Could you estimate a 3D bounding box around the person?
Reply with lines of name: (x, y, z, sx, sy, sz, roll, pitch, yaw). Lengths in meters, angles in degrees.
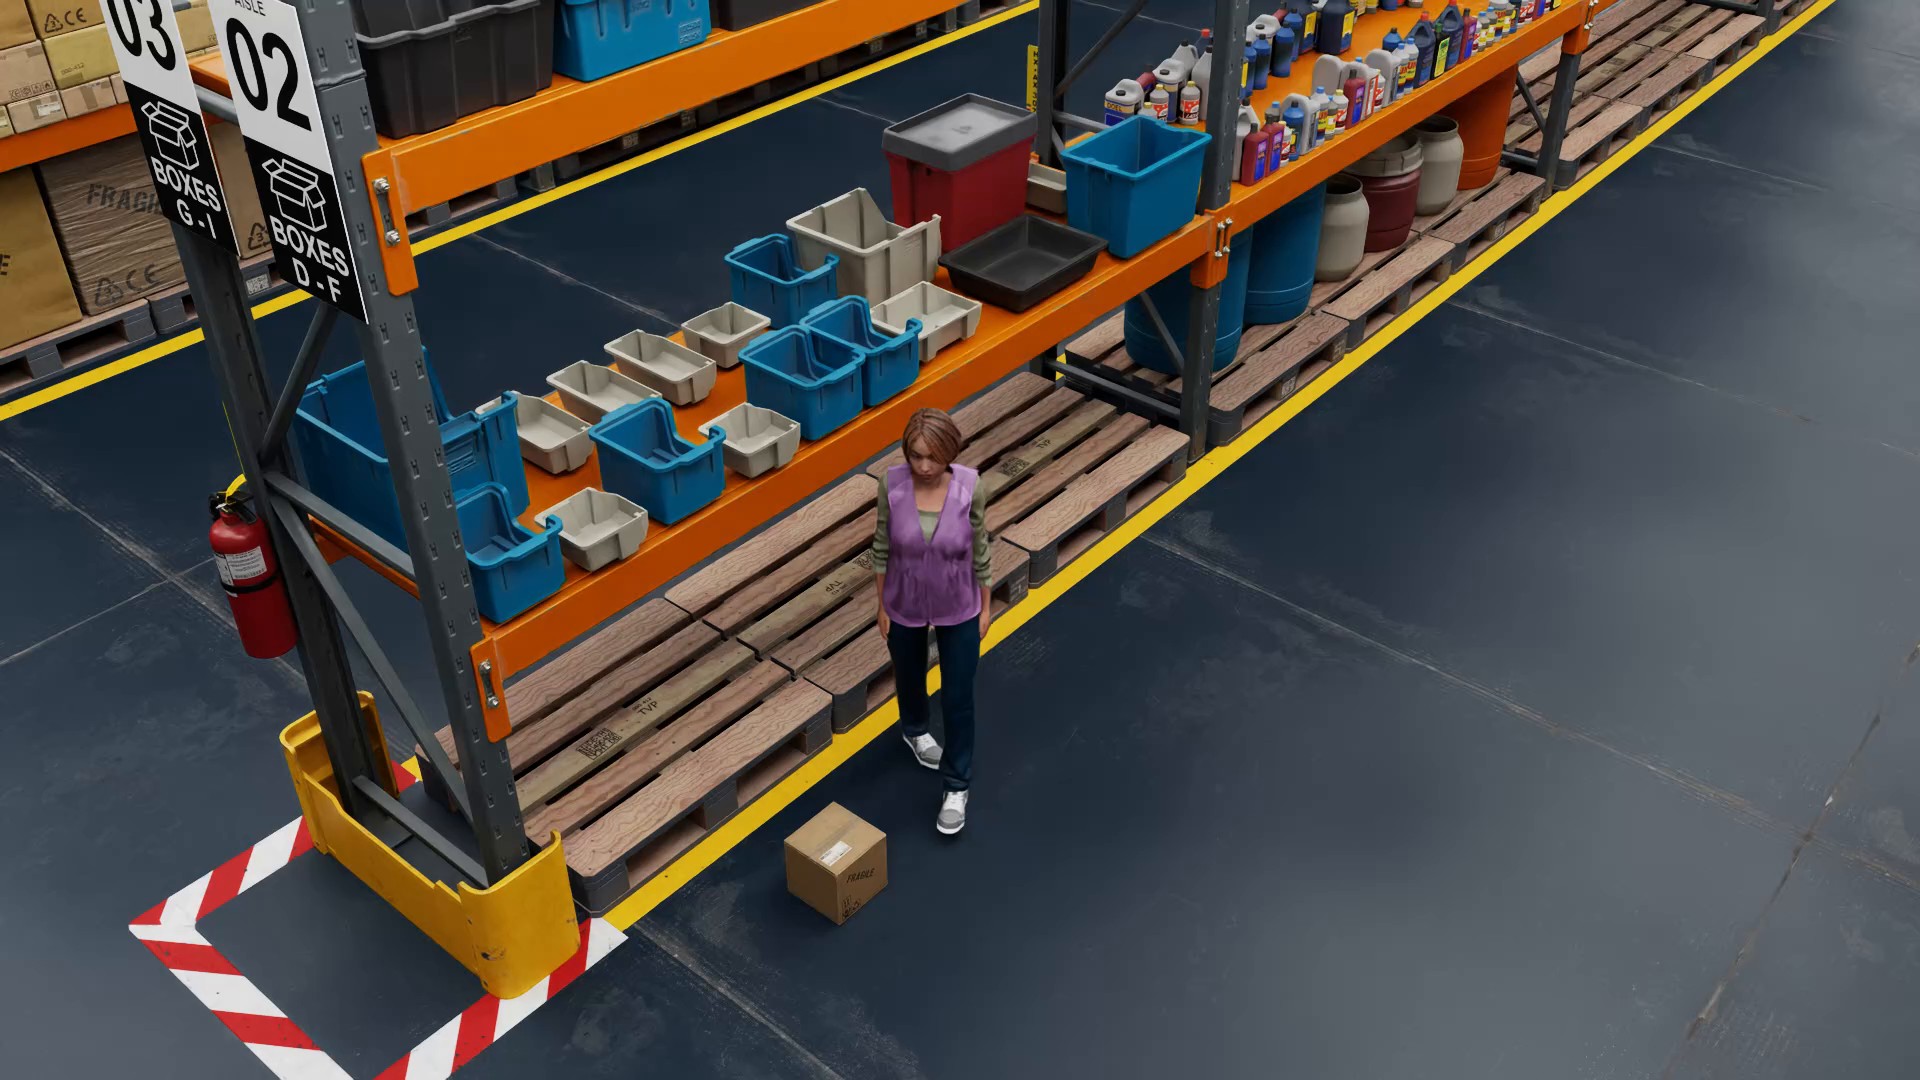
person: (-0.100, 0.306, 5.799, 0.417, 1.482, 0.605, 2, 36, 3)
